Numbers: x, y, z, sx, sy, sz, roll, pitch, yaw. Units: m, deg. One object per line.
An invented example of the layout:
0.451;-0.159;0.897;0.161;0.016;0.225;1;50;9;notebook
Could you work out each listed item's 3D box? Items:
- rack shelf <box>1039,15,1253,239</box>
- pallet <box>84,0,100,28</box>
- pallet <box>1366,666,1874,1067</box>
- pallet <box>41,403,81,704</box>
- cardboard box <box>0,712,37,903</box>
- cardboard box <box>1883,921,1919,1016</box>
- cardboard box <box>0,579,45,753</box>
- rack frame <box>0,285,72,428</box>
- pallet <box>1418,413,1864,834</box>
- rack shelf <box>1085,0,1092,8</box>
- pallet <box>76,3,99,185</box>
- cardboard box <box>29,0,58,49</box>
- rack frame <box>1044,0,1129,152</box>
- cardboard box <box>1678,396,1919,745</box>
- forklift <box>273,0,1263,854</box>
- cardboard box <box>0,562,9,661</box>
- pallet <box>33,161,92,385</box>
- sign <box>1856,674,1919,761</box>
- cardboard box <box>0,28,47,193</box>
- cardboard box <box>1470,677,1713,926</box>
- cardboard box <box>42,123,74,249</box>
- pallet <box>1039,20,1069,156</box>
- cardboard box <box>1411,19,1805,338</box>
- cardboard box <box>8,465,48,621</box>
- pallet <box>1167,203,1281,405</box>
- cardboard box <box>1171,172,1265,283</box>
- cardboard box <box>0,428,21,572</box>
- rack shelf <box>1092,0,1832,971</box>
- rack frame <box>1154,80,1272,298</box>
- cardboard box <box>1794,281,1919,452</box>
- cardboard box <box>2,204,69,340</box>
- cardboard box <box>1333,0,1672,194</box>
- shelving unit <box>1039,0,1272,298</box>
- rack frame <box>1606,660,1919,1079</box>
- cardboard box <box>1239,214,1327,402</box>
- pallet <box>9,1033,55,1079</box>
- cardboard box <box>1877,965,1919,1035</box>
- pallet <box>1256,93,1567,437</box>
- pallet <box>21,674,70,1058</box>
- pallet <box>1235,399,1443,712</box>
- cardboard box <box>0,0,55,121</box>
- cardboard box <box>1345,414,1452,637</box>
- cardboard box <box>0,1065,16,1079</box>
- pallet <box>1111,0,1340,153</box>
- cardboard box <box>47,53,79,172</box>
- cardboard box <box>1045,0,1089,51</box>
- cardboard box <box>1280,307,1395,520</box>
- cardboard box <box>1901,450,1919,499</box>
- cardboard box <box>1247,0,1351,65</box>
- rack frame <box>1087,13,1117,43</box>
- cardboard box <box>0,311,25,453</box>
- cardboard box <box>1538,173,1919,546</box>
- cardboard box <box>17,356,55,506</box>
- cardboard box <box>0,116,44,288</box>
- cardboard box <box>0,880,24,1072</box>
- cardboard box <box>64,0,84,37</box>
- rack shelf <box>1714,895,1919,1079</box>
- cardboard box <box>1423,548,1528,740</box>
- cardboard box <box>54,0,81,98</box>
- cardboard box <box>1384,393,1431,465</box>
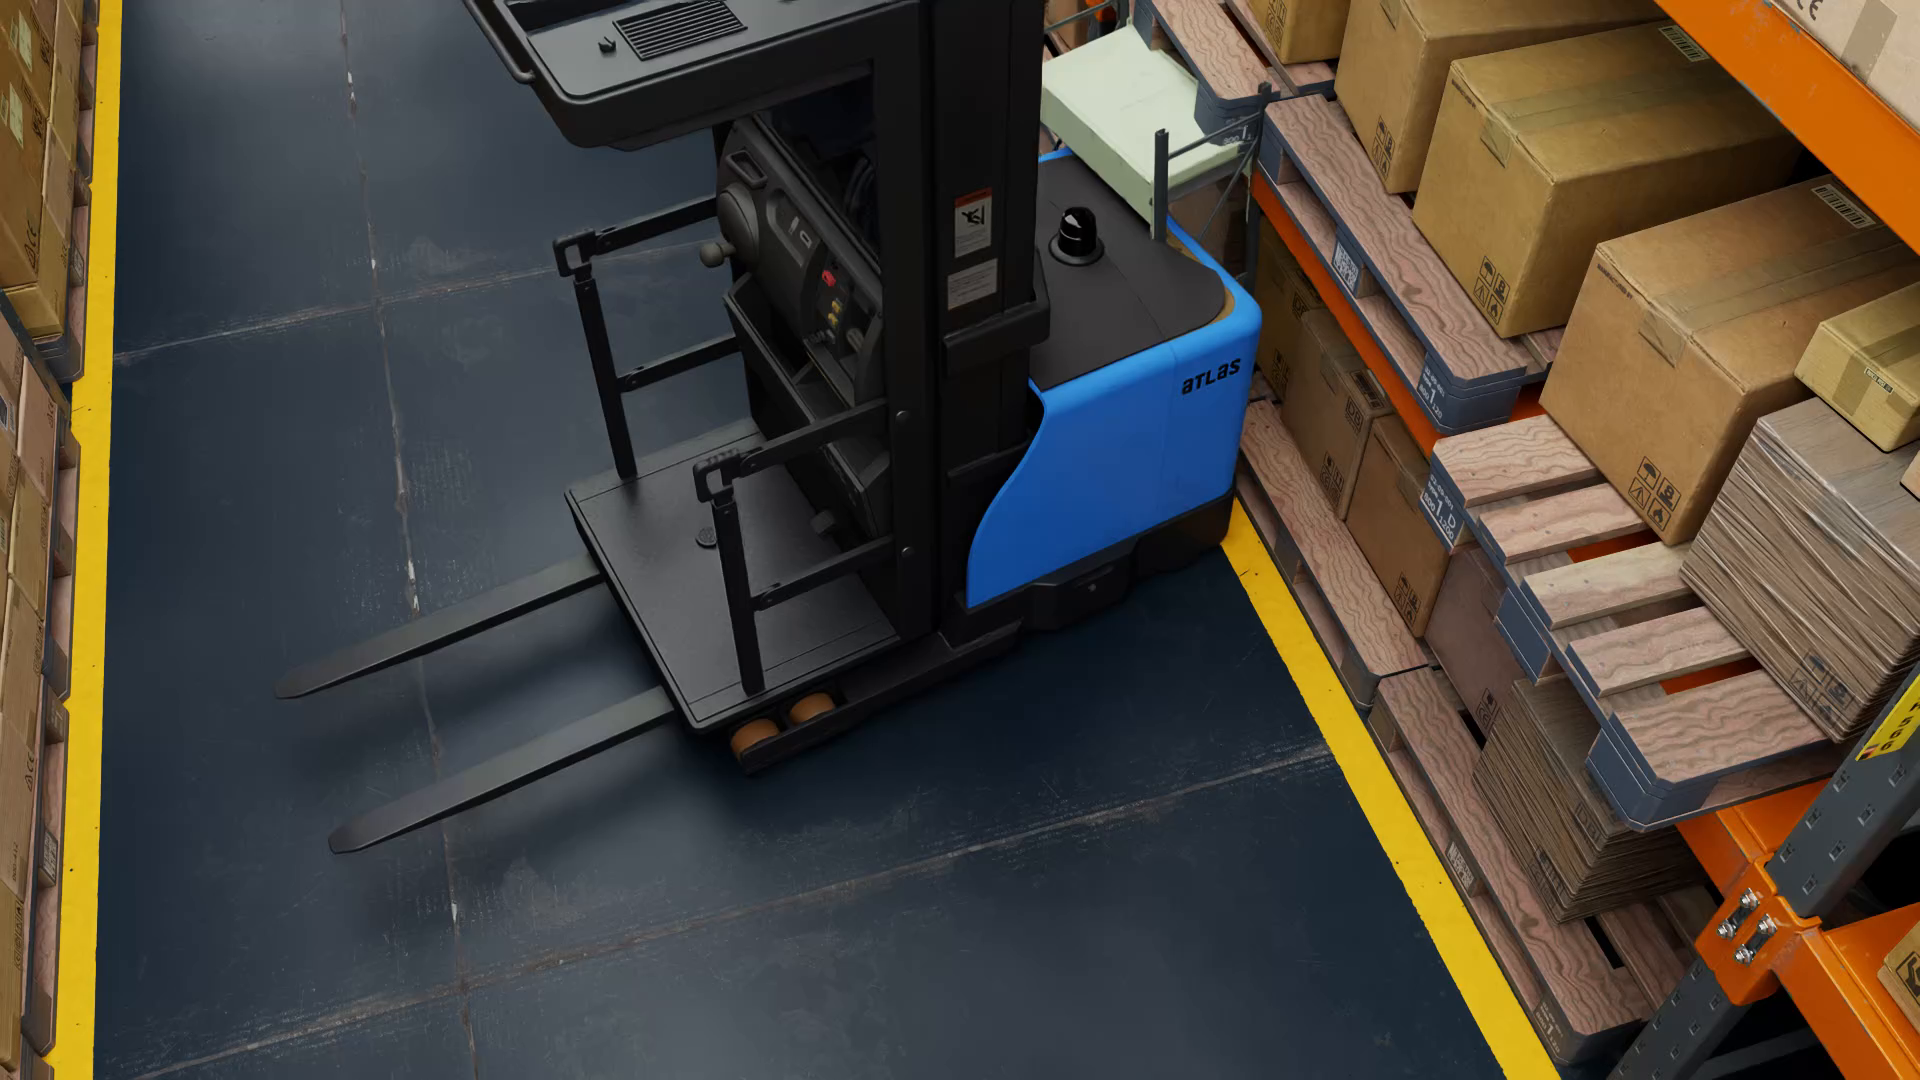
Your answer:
0.575;-1.270;5.297;0.431;0.370;0.720;-28;55;-15;rack shelf
-4.671;-2.777;7.953;1.003;0.211;1.213;-13;51;-11;pallet
1.930;0.823;4.918;1.003;0.211;1.213;-13;51;-11;pallet
-3.499;0.125;5.507;1.003;0.211;1.213;-13;51;-11;pallet
-2.906;0.800;4.637;0.500;0.250;0.500;-12;51;-10;cardboard box
2.058;0.774;2.863;0.500;0.500;0.500;-12;51;-10;cardboard box
-3.055;0.428;4.951;0.500;0.250;0.500;-12;51;-10;cardboard box
-3.755;-1.303;4.887;1.000;3.000;0.127;-13;51;-11;rack frame
1.847;0.061;3.862;1.213;0.211;1.003;-13;51;-11;pallet
0.385;-3.655;7.340;1.077;0.370;4.000;-13;51;-11;rack shelf
-4.314;-1.887;7.203;1.003;0.211;1.213;-13;51;-11;pallet
-4.038;-2.299;6.759;0.500;0.500;0.500;-13;51;-11;cardboard box
0.418;-1.270;5.808;0.400;1.500;0.023;-28;55;-15;rack frame
2.011;-0.019;3.451;0.700;0.500;0.500;-19;52;-15;cardboard box
-0.619;-0.701;4.424;3.031;2.935;1.130;-23;54;-18;forklift
-3.056;0.242;4.741;0.500;0.311;0.500;-13;51;-11;cardboard box
-3.950;-0.995;6.450;1.003;0.211;1.213;-13;51;-11;pallet
1.644;0.277;2.849;0.100;0.325;0.005;-13;51;-11;sign
-3.748;-1.567;6.142;0.500;0.500;0.500;-13;51;-11;cardboard box
1.897;0.645;4.591;0.700;0.500;0.500;-13;51;-10;cardboard box
-3.745;-1.326;6.430;0.500;0.250;0.500;-13;51;-11;cardboard box
0.744;-2.010;7.306;1.003;0.211;1.213;-13;51;-11;pallet
1.621;-0.924;4.214;0.700;0.500;0.500;-13;51;-11;cardboard box
-3.207;0.055;5.266;0.500;0.250;0.500;-14;51;-12;cardboard box
1.208;-0.959;6.420;1.003;0.211;1.213;-13;51;-11;pallet
1.210;-1.228;6.171;0.700;0.500;0.500;-12;51;-10;cardboard box
-3.201;-0.123;5.049;0.500;0.311;0.500;-12;51;-10;cardboard box
1.568;-0.733;4.877;1.077;0.370;4.000;-13;51;-11;rack shelf
0.794;-0.792;5.400;0.400;1.500;0.023;-28;55;-15;rack frame
1.919;-0.364;3.318;0.380;0.149;0.250;-21;53;-17;cardboard box
-3.602;-0.960;6.121;0.500;0.250;0.500;-13;51;-11;cardboard box
1.477;-1.337;4.562;0.700;0.500;0.500;-7;50;-6;cardboard box
0.606;-1.031;5.604;0.431;1.500;0.755;-28;55;-15;shelving unit
2.159;0.496;3.370;1.000;3.000;0.127;-13;51;-11;rack frame
1.411;-0.862;5.862;0.700;0.500;0.500;-14;51;-12;cardboard box
-2.778;1.907;4.004;1.003;0.211;1.213;-13;51;-11;pallet
2.035;0.863;3.212;0.380;0.149;0.250;-14;51;-12;cardboard box
1.535;-0.879;4.655;1.003;0.211;1.213;-13;51;-11;pallet
-3.135;1.018;4.754;1.003;0.211;1.213;-13;51;-11;pallet
1.572;-0.066;5.668;1.003;0.211;1.213;-13;51;-11;pallet
-3.889;-1.934;6.452;0.500;0.500;0.500;-13;51;-11;cardboard box
1.681;-0.114;5.231;0.700;0.500;0.500;-14;51;-11;cardboard box
-2.596;1.553;4.002;0.500;0.250;0.500;-15;51;-12;cardboard box
1.063;-1.773;5.408;1.003;0.211;1.213;-13;51;-11;pallet
-3.888;-1.692;6.738;0.500;0.250;0.500;-13;51;-11;cardboard box
0.631;-2.511;7.252;0.500;0.500;0.500;-17;52;-14;cardboard box
1.523;-0.480;5.540;0.700;0.500;0.500;-13;51;-11;cardboard box
2.029;-0.133;3.123;0.380;0.149;0.250;-19;53;-16;cardboard box
1.253;-1.811;4.961;0.700;0.500;0.500;-9;50;-7;cardboard box
0.976;-2.426;5.833;1.000;3.000;0.127;-13;51;-11;rack frame
-3.361;-0.502;5.368;0.500;0.311;0.500;-13;51;-11;cardboard box
1.820;-0.422;3.790;0.700;0.500;0.500;-18;52;-14;cardboard box
-3.355;-0.315;5.577;0.500;0.250;0.500;-14;51;-11;cardboard box
-3.593;-1.203;5.836;0.500;0.500;0.500;-13;51;-11;cardboard box
-2.755;1.175;4.321;0.500;0.250;0.500;-15;51;-12;cardboard box
-4.188;-2.422;7.353;0.500;0.250;0.500;-13;51;-11;cardboard box
2.751;2.188;2.414;1.077;0.370;4.000;-13;51;-11;rack shelf
1.855;0.243;4.931;0.700;0.500;0.500;-13;51;-11;cardboard box
-4.042;-2.056;7.045;0.500;0.250;0.500;-13;51;-11;cardboard box
1.631;-0.401;4.983;0.500;0.250;0.500;-14;51;-11;cardboard box
